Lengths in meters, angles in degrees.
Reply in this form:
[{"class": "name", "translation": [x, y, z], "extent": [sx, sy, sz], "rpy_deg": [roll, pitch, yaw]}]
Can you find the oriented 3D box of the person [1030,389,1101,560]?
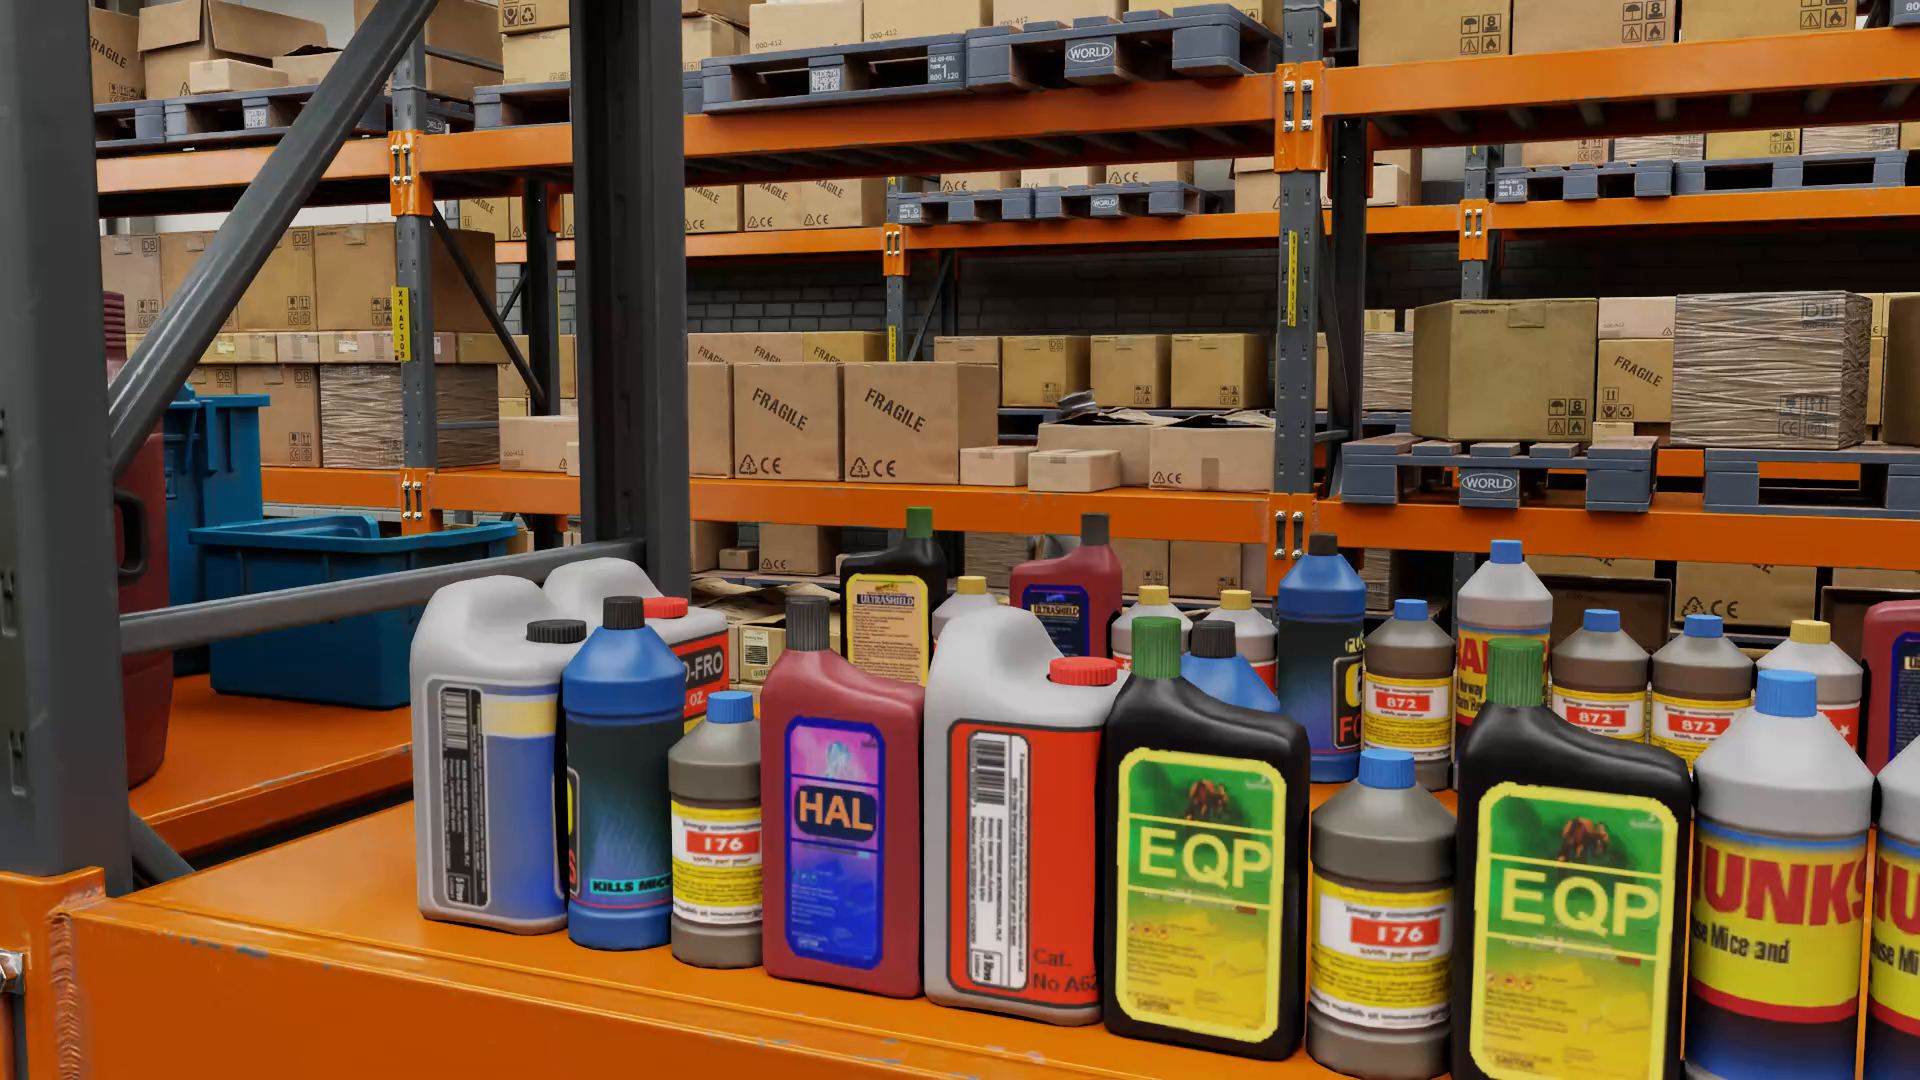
[{"class": "person", "translation": [0.746, -0.145, 10.541], "extent": [0.948, 1.619, 0.509], "rpy_deg": [3, 6, 26]}]
